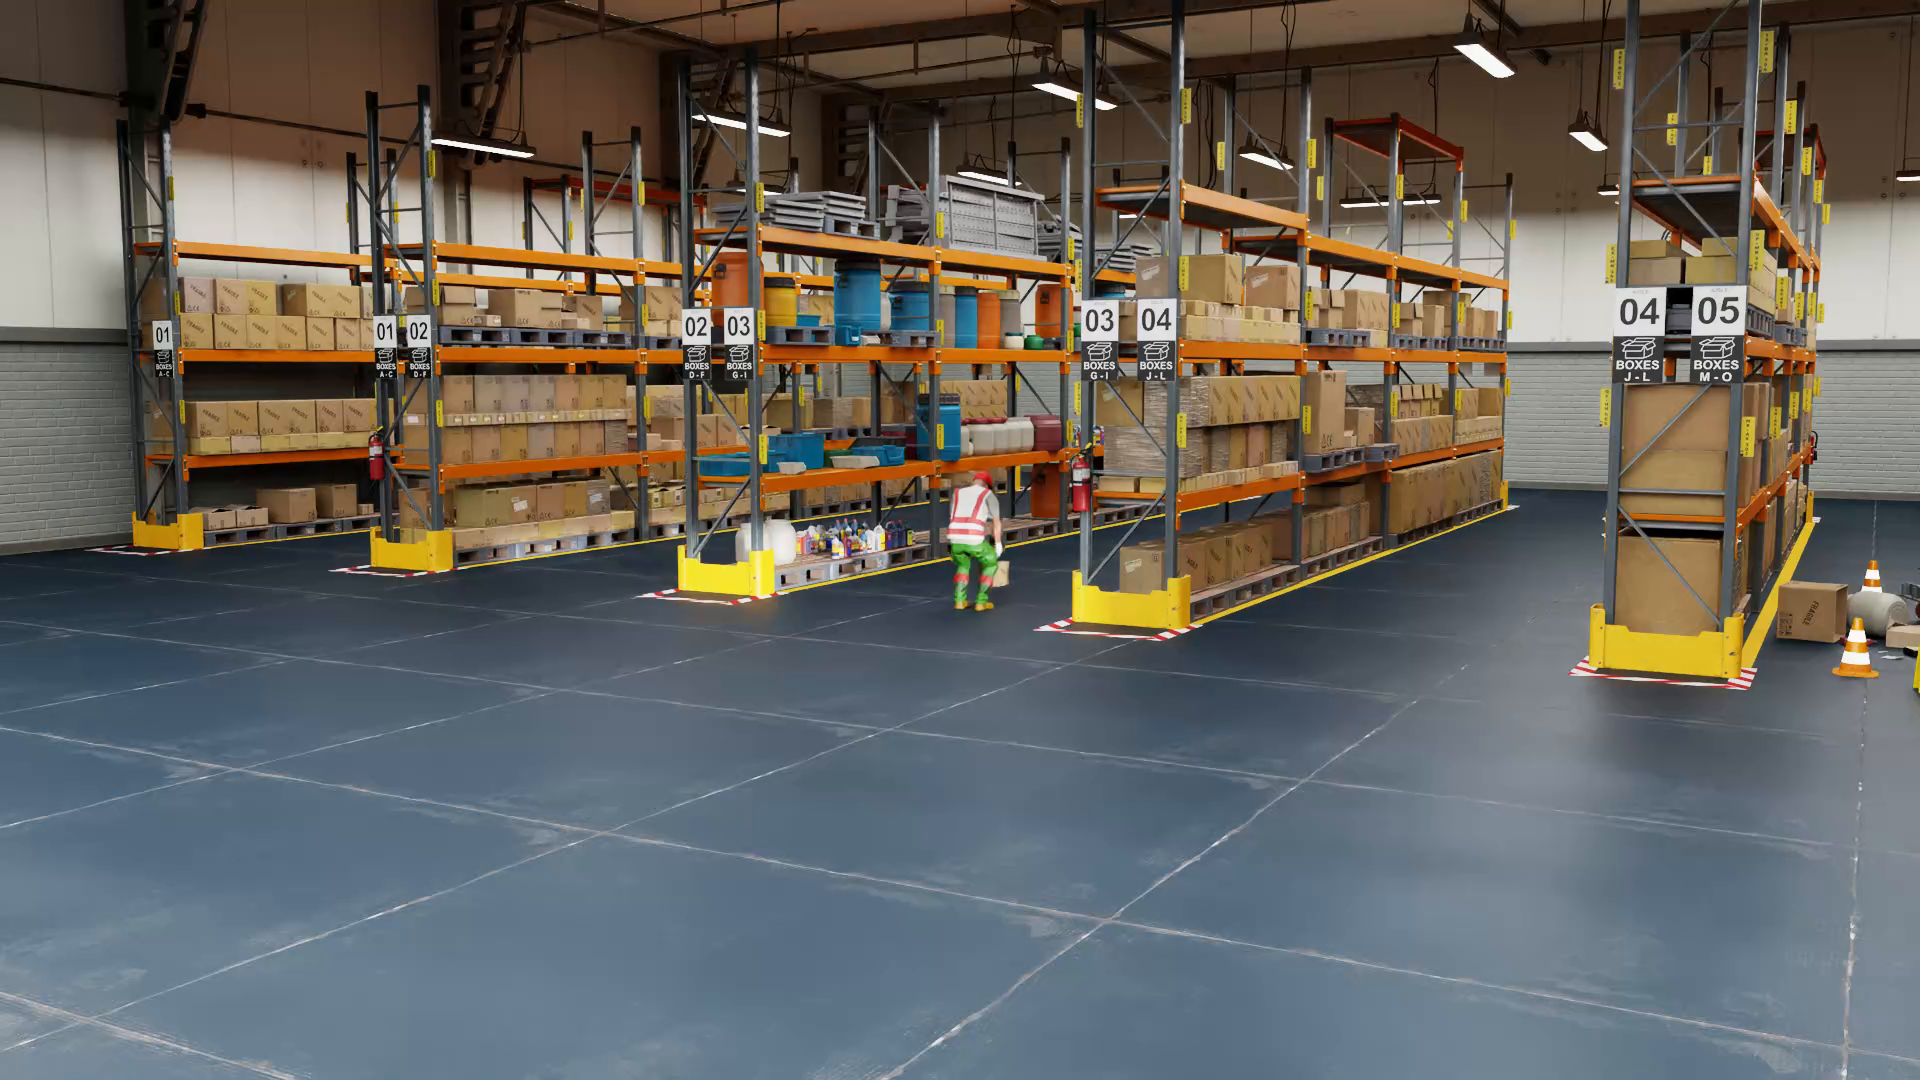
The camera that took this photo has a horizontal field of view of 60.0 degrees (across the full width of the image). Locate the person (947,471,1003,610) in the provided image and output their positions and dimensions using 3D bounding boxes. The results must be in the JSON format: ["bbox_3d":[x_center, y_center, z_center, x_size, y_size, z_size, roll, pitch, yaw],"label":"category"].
[{"bbox_3d":[0.128,0.003,17.630,0.583,1.443,0.748,3,7,29],"label":"person"}]
